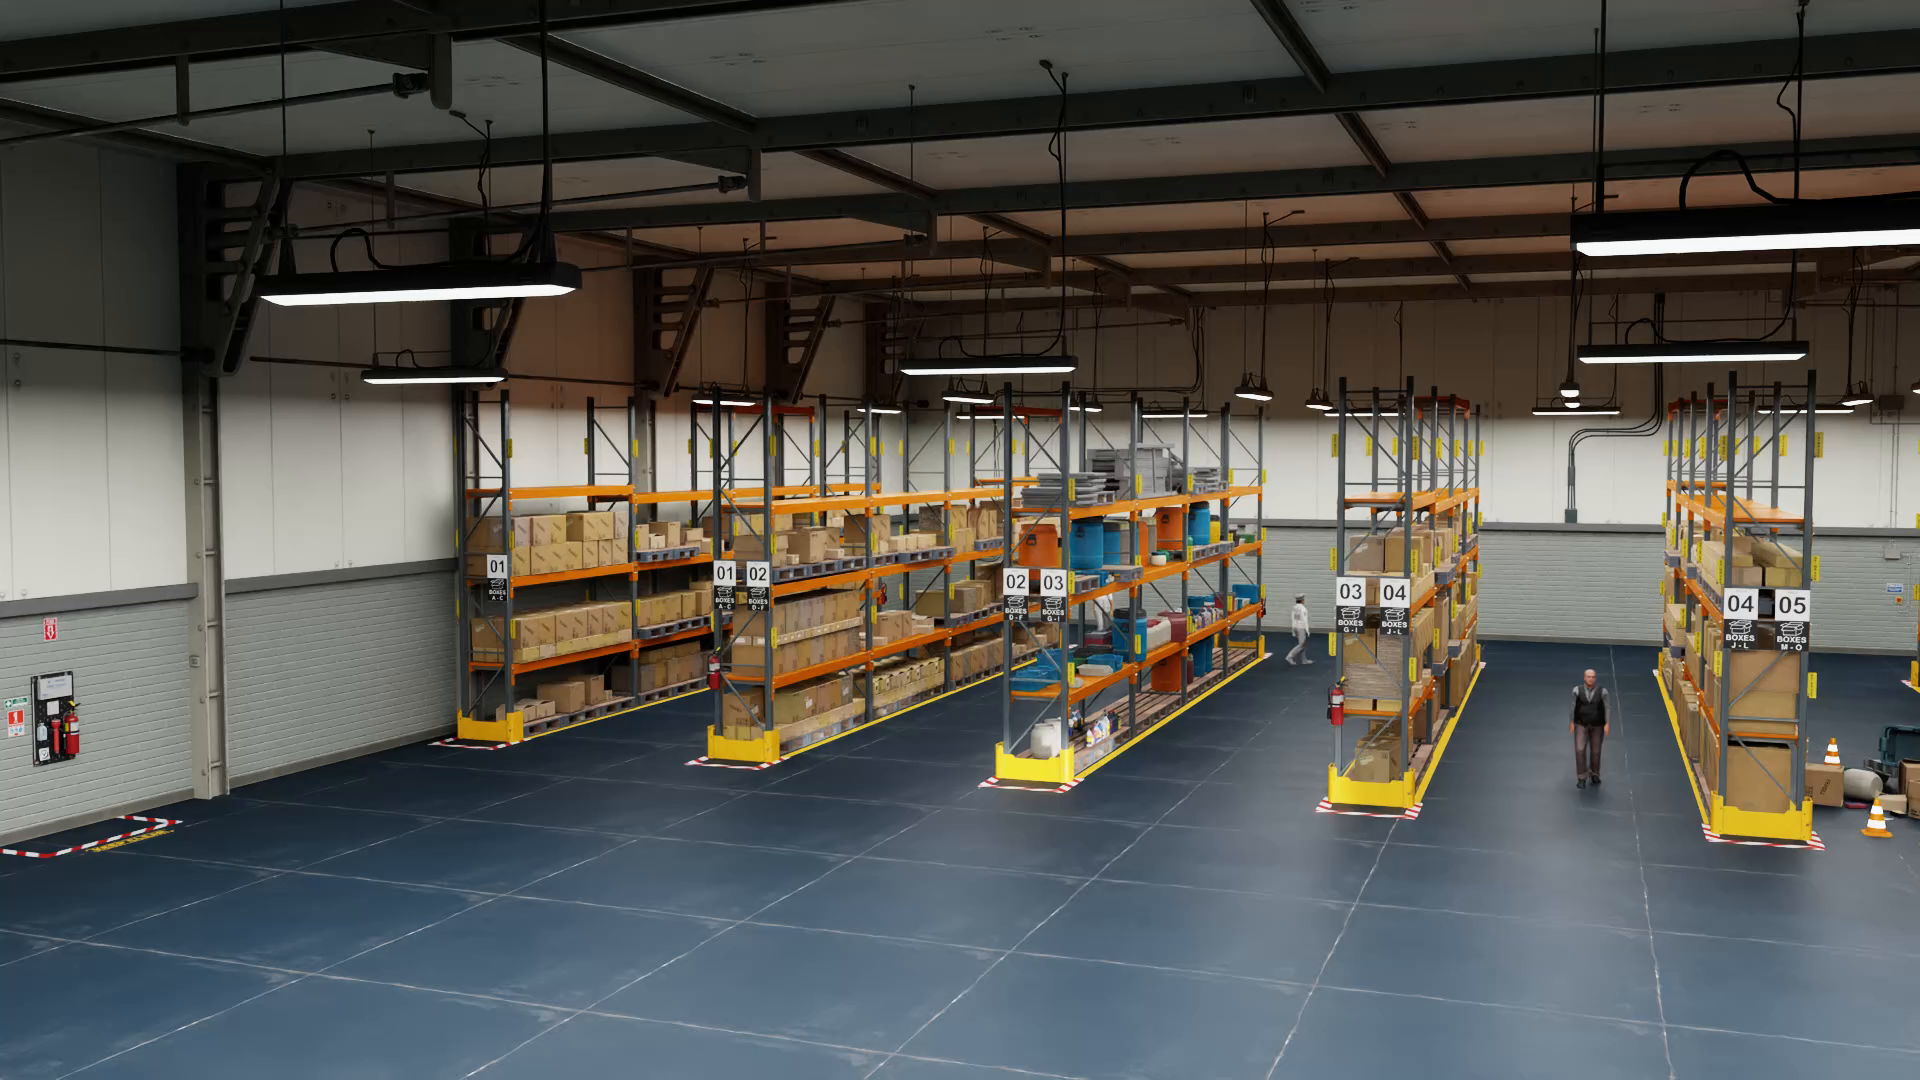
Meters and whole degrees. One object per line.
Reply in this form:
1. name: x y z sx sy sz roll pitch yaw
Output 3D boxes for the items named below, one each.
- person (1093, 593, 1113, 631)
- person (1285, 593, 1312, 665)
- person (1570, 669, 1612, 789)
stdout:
1. person: 3.678 1.831 42.683 0.483 1.599 1.078 0 3 -6
2. person: 7.811 2.053 38.274 0.839 1.659 0.510 -1 3 -19
3. person: 9.364 2.793 24.698 0.589 1.752 0.650 1 3 23
